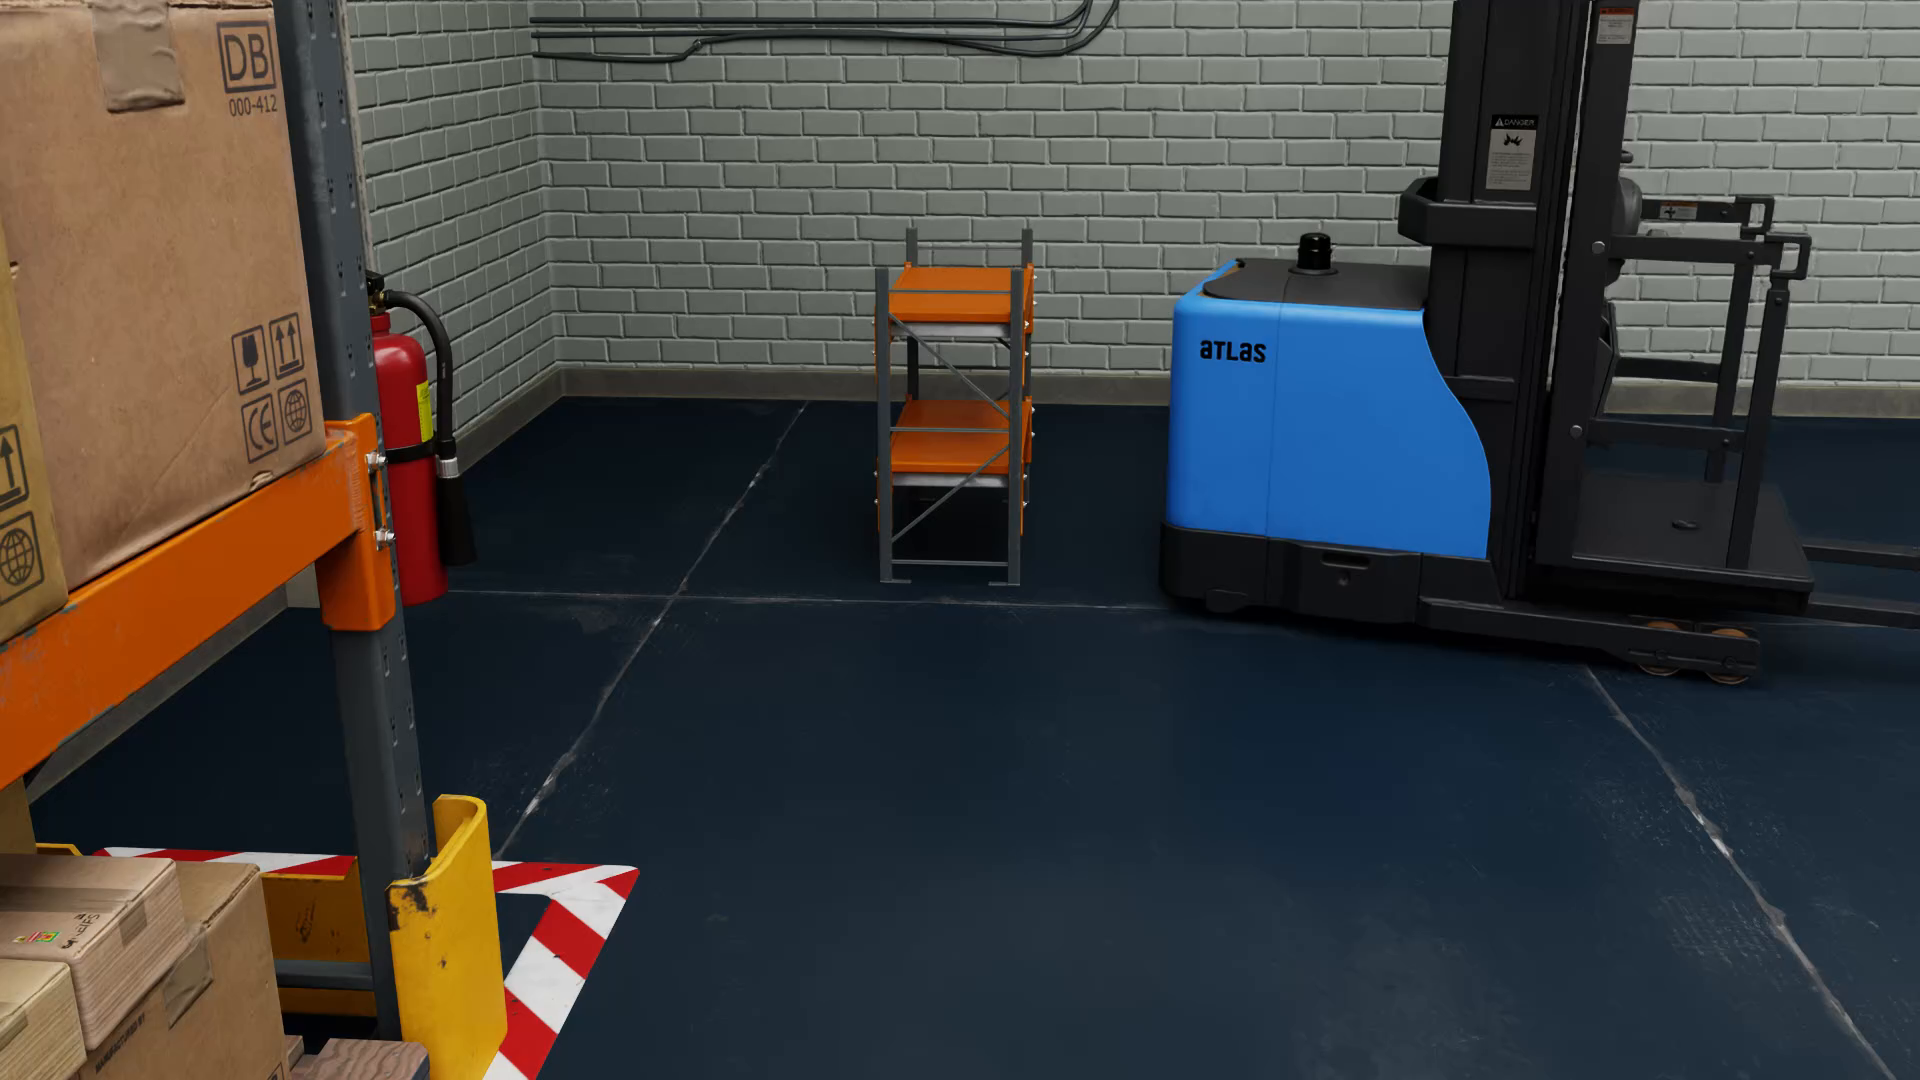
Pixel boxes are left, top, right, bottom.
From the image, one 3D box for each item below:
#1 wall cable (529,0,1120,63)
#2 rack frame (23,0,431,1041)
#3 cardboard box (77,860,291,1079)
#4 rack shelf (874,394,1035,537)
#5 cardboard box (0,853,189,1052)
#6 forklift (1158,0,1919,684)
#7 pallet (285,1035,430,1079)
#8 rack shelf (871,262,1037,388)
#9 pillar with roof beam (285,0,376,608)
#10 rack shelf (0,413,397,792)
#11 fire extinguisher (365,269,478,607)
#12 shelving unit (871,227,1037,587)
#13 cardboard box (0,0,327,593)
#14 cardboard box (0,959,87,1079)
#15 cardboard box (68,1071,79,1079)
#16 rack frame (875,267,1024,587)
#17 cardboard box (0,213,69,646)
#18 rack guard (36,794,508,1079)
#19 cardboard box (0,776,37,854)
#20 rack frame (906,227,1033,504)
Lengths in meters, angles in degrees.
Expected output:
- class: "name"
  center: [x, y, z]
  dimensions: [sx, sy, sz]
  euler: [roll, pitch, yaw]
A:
- class: "wall cable"
  center: [-0.750, -3.521, 7.703]
  dimensions: [3.097, 2.526, 0.112]
  euler: [1, 18, 4]
- class: "rack frame"
  center: [-1.512, -0.397, 2.817]
  dimensions: [1.000, 3.000, 0.127]
  euler: [1, 18, 4]
- class: "cardboard box"
  center: [-1.462, 0.811, 2.471]
  dimensions: [0.700, 0.500, 0.500]
  euler: [1, 18, 4]
- class: "rack shelf"
  center: [0.000, -0.304, 6.330]
  dimensions: [0.538, 0.278, 1.000]
  euler: [1, 18, 4]
- class: "cardboard box"
  center: [-1.289, 0.547, 2.236]
  dimensions: [0.380, 0.149, 0.250]
  euler: [1, 18, 3]
- class: "forklift"
  center: [2.254, -1.139, 5.191]
  dimensions: [3.031, 2.935, 1.130]
  euler: [6, 19, 19]
- class: "pallet"
  center: [-1.491, 1.178, 2.488]
  dimensions: [1.003, 0.211, 1.213]
  euler: [1, 18, 4]
- class: "rack shelf"
  center: [0.000, -0.815, 6.163]
  dimensions: [0.538, 0.278, 1.000]
  euler: [1, 18, 4]
- class: "pillar with roof beam"
  center: [2.113, -4.010, 4.208]
  dimensions: [9.100, 9.000, 0.400]
  euler: [1, 18, 4]
- class: "rack shelf"
  center: [-1.655, 0.566, 1.033]
  dimensions: [1.077, 0.370, 4.000]
  euler: [1, 18, 4]
- class: "fire extinguisher"
  center: [-1.040, -0.220, 2.999]
  dimensions: [0.296, 0.674, 0.183]
  euler: [1, 18, 4]
- class: "shelving unit"
  center: [0.000, -0.537, 6.254]
  dimensions: [0.538, 1.125, 1.048]
  euler: [1, 18, 4]
- class: "cardboard box"
  center: [-1.538, -0.381, 2.286]
  dimensions: [0.980, 0.700, 0.700]
  euler: [2, 18, 6]
- class: "cardboard box"
  center: [-1.307, 0.626, 1.993]
  dimensions: [0.380, 0.149, 0.250]
  euler: [2, 18, 5]
- class: "cardboard box"
  center: [-1.498, 0.966, 1.996]
  dimensions: [0.700, 0.500, 0.500]
  euler: [1, 18, 4]
- class: "rack frame"
  center: [-0.036, -0.379, 5.772]
  dimensions: [0.500, 1.125, 0.032]
  euler: [1, 18, 4]
- class: "cardboard box"
  center: [-1.579, -0.155, 1.596]
  dimensions: [0.980, 0.700, 0.700]
  euler: [1, 18, 3]
- class: "rack guard"
  center: [-1.510, 0.783, 3.229]
  dimensions: [1.175, 0.500, 0.348]
  euler: [1, 18, 4]
- class: "cardboard box"
  center: [-1.653, 0.459, 2.502]
  dimensions: [0.380, 0.149, 0.250]
  euler: [1, 18, 4]
- class: "rack frame"
  center: [0.037, -0.695, 6.736]
  dimensions: [0.500, 1.125, 0.032]
  euler: [1, 18, 4]
